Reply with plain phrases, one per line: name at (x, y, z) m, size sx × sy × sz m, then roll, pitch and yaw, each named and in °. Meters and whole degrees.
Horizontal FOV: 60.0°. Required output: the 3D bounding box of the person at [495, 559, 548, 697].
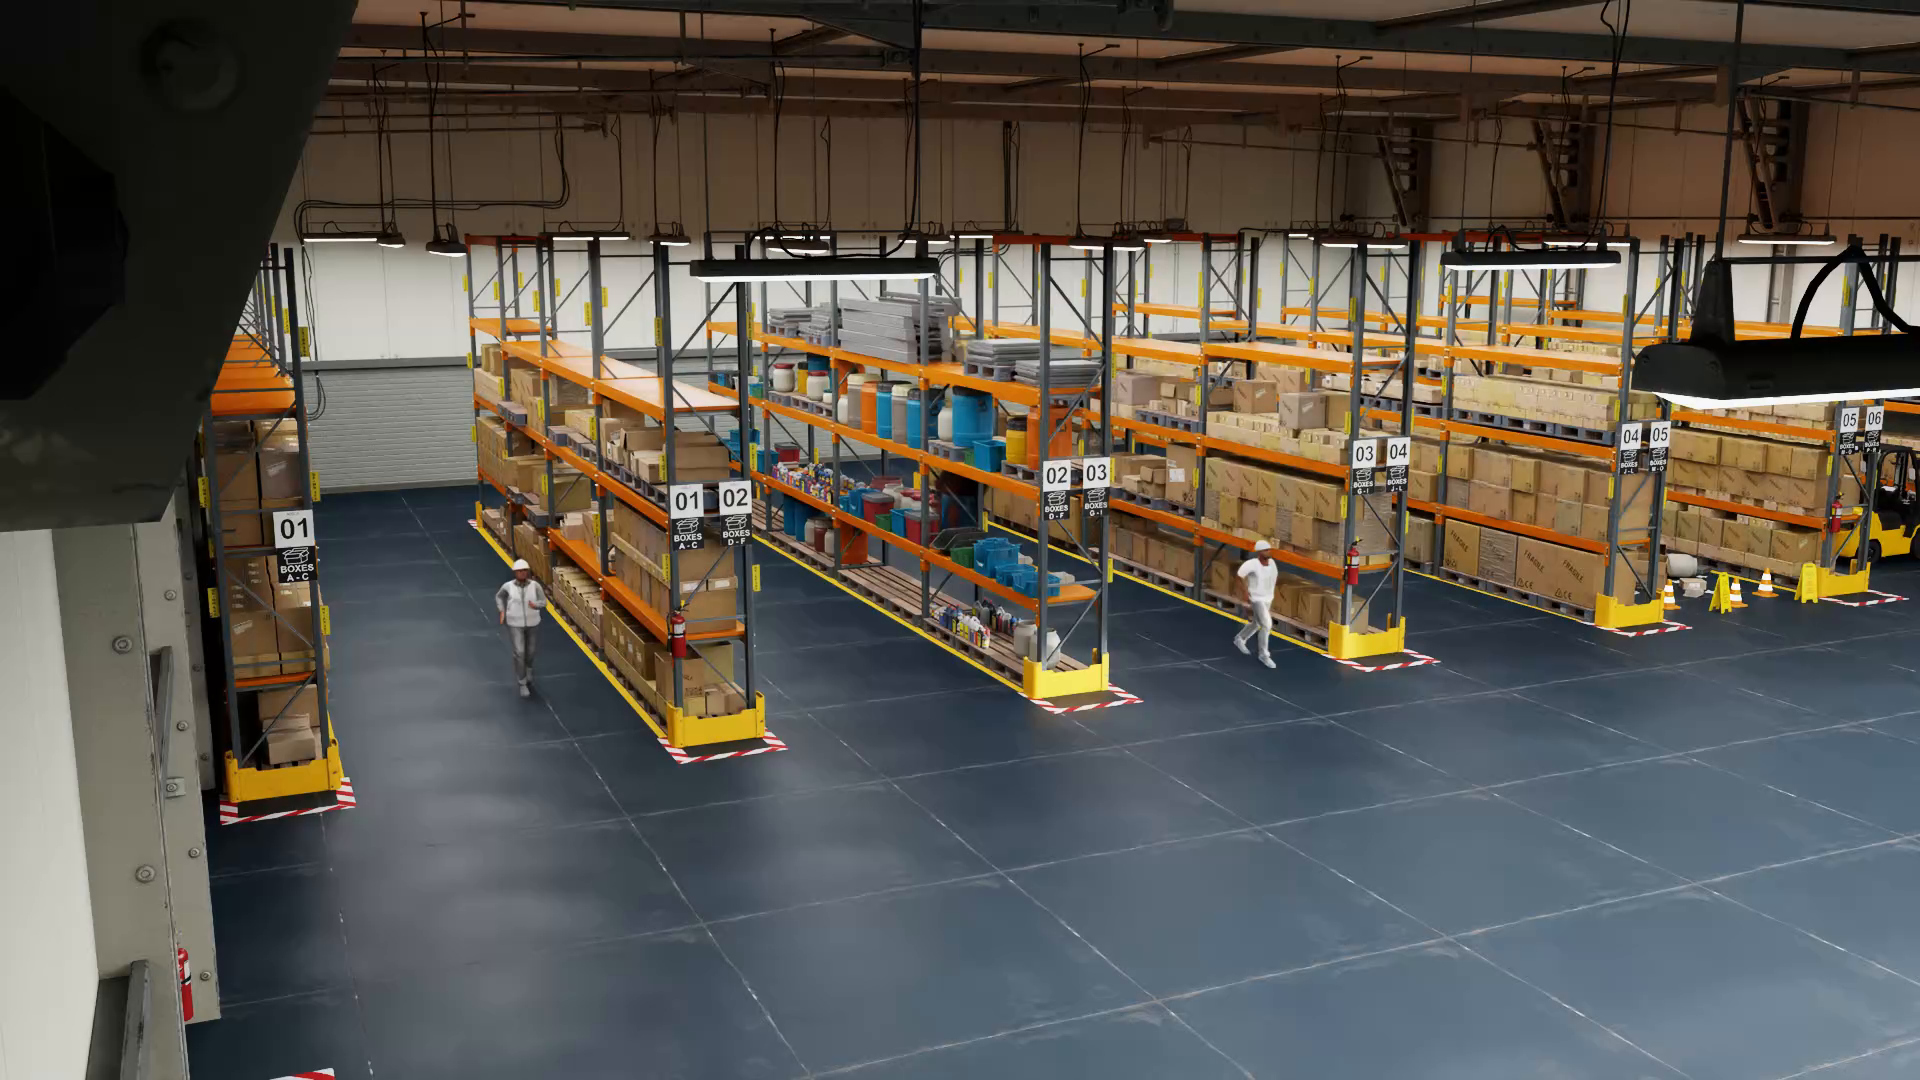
person at (-5.931, 1.144, 22.433) m, size 0.560 × 1.785 × 0.904 m, roll -5°, pitch 12°, yaw -25°

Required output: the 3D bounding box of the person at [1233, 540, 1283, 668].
person at (4.298, 0.876, 23.961) m, size 0.690 × 1.814 × 0.832 m, roll -10°, pitch 15°, yaw -41°
